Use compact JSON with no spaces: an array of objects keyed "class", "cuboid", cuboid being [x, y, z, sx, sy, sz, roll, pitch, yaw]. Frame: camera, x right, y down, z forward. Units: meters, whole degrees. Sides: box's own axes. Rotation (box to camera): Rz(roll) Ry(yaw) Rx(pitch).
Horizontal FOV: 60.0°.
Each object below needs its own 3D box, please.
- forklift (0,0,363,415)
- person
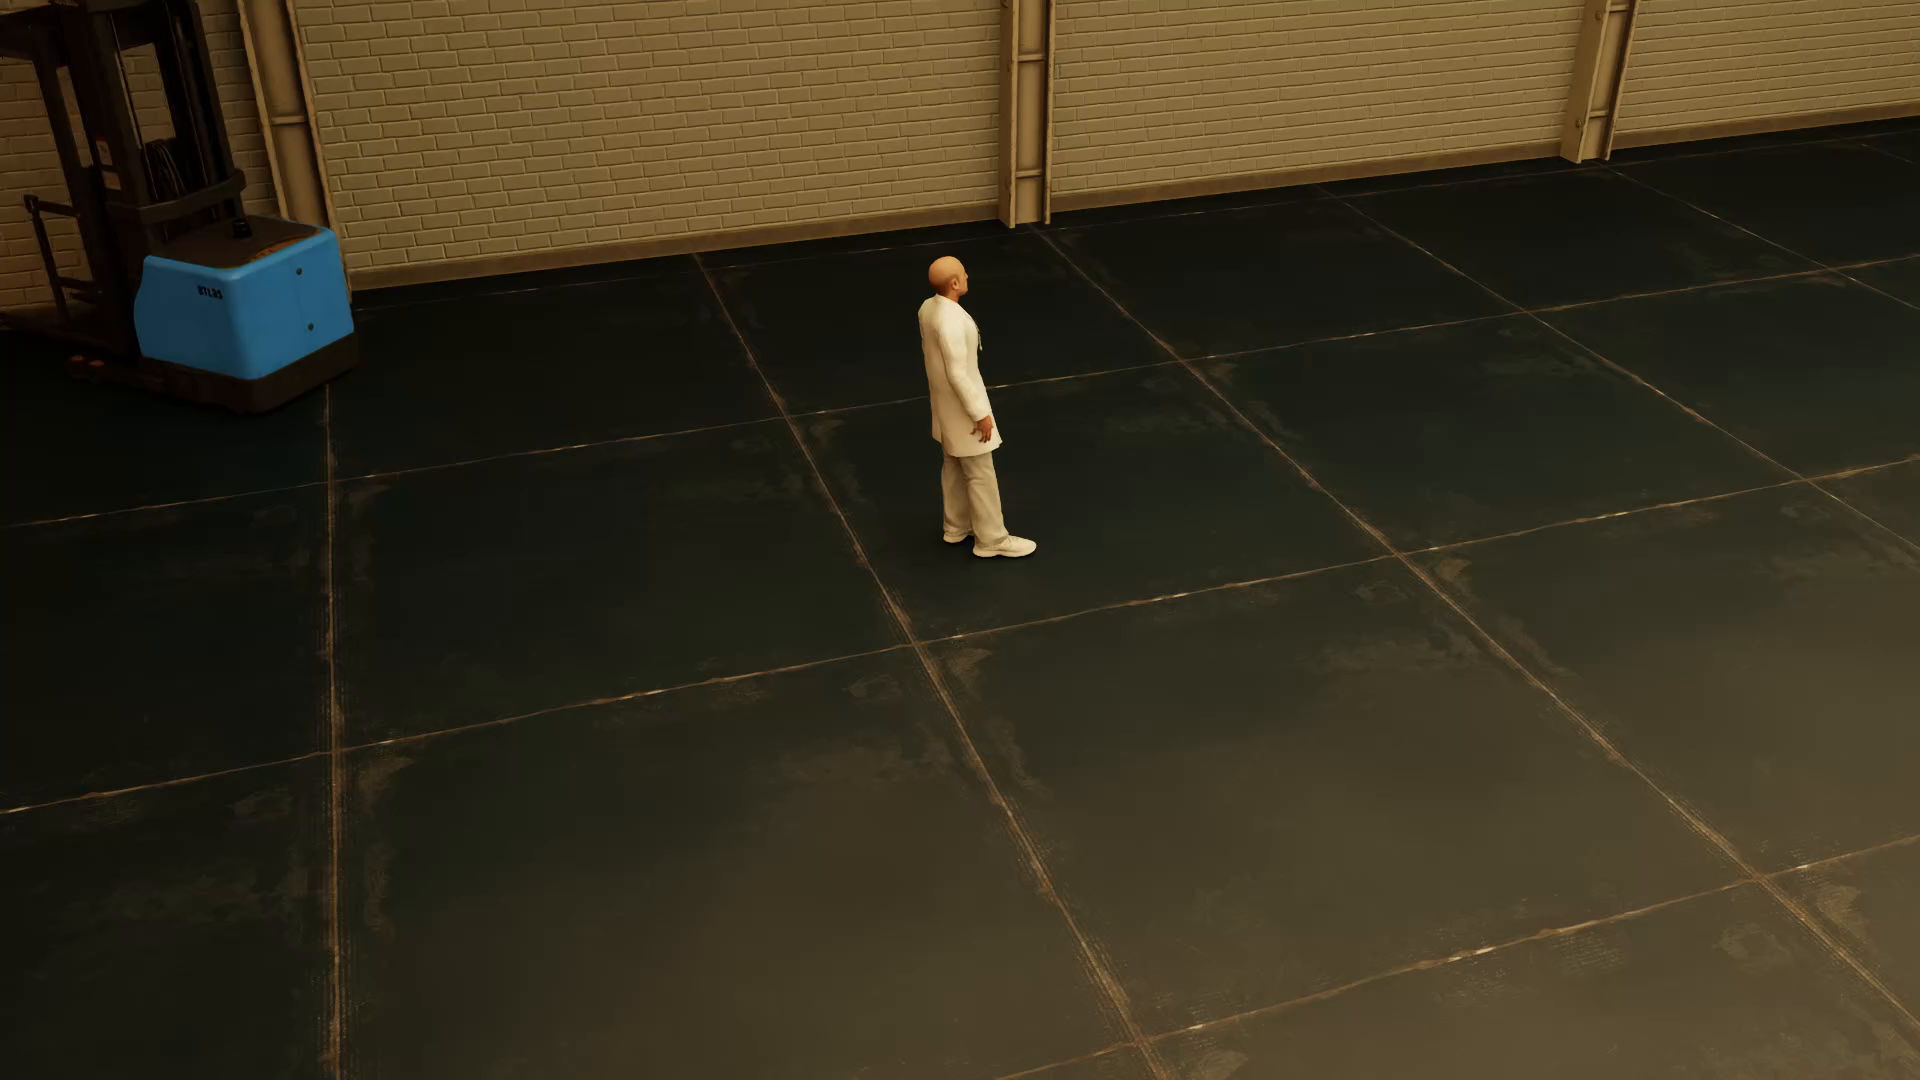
[{"class":"forklift","cuboid":[-5.926,-2.620,11.640,3.031,2.935,1.130,13,32,21]},{"class":"person","cuboid":[0.087,-0.789,9.600,0.581,1.775,0.696,-10,31,-16]}]
